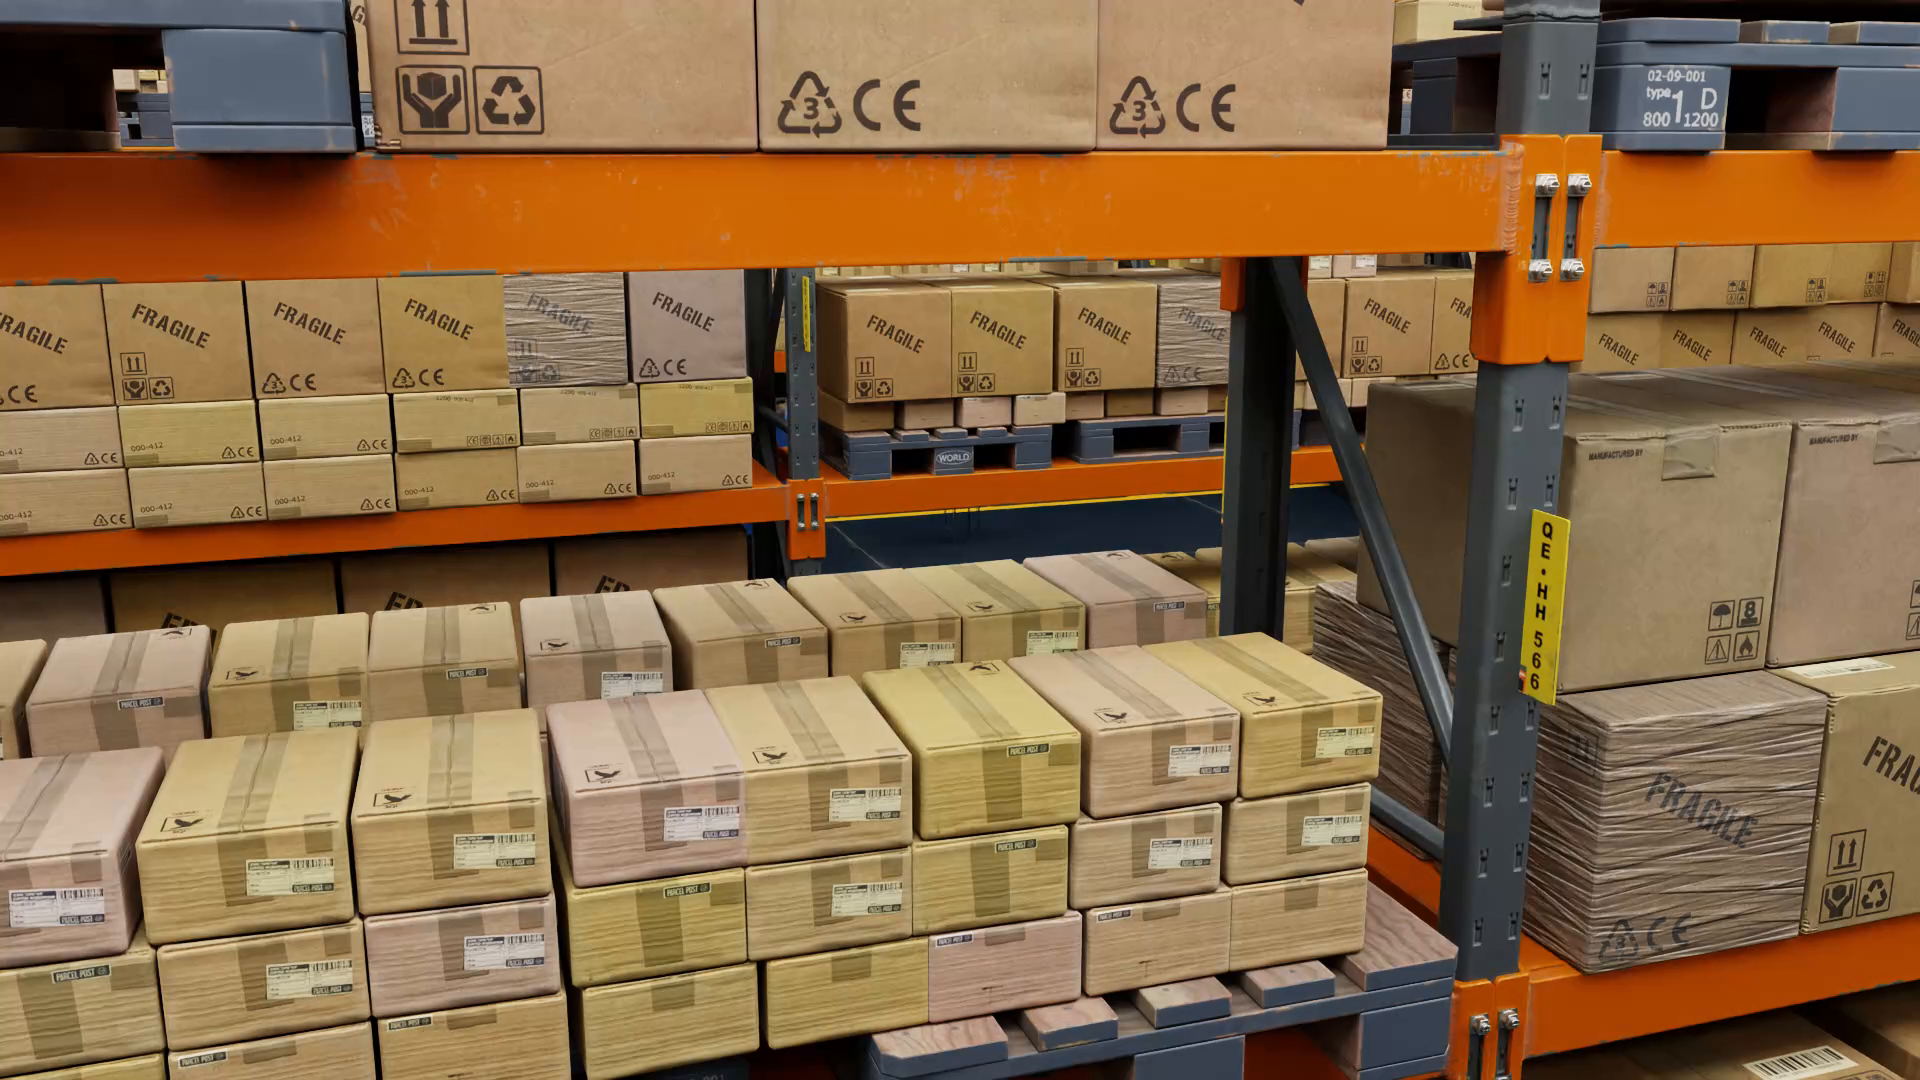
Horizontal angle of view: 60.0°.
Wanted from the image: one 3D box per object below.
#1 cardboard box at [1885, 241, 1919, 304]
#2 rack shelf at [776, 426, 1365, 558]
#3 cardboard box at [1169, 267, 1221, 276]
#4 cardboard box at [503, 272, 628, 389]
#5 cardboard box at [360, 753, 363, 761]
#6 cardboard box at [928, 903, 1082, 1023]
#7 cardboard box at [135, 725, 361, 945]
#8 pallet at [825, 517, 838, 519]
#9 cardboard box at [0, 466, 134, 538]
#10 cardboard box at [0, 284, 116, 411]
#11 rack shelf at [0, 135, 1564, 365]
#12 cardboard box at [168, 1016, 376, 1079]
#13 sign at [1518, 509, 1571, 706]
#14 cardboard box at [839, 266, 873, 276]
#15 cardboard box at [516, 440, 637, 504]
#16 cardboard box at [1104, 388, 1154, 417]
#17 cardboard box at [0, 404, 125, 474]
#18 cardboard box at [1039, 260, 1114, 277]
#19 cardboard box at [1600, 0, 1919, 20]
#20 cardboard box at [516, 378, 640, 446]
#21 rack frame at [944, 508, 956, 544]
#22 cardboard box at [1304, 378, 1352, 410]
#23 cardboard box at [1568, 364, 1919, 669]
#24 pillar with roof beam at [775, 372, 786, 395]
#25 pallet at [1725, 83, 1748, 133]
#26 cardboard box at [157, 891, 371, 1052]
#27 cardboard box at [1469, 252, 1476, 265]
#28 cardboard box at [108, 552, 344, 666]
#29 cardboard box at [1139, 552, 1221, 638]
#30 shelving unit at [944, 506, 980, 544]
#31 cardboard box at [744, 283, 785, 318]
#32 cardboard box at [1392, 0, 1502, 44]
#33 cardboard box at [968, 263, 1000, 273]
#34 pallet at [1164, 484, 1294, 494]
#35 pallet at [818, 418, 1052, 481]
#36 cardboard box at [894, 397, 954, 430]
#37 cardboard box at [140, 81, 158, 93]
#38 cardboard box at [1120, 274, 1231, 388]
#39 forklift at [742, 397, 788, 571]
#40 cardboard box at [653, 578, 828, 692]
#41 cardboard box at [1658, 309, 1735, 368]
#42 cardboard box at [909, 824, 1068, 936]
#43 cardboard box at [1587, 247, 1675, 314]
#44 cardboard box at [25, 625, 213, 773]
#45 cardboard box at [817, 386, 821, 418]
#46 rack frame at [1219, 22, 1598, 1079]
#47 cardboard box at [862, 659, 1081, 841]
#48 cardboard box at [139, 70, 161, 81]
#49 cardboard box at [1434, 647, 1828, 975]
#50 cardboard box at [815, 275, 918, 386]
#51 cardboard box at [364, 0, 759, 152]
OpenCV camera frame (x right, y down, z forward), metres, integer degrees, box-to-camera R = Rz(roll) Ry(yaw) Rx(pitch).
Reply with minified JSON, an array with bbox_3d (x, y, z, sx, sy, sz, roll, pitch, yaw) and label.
[{"bbox_3d":[5.375,-1.645,9.558,0.500,0.500,0.700,-5,14,-19],"label":"cardboard box"},{"bbox_3d":[1.036,-0.354,8.704,4.000,0.370,1.077,-4,14,-18],"label":"rack shelf"},{"bbox_3d":[1.448,-1.207,8.969,0.500,0.500,0.500,-5,14,-18],"label":"cardboard box"},{"bbox_3d":[-1.750,-0.956,7.305,0.500,0.500,0.500,-4,14,-17],"label":"cardboard box"},{"bbox_3d":[-1.182,0.403,2.960,0.250,0.149,0.380,-4,14,-16],"label":"cardboard box"},{"bbox_3d":[0.014,0.614,2.715,0.250,0.149,0.380,-4,14,-17],"label":"cardboard box"},{"bbox_3d":[-0.977,0.401,2.325,0.250,0.149,0.380,-4,14,-16],"label":"cardboard box"},{"bbox_3d":[-1.654,-0.340,13.118,1.213,0.211,1.003,-4,14,-18],"label":"pallet"},{"bbox_3d":[-3.660,-0.201,6.832,0.500,0.250,0.500,-5,14,-19],"label":"cardboard box"},{"bbox_3d":[-3.669,-0.809,6.687,0.500,0.500,0.500,-5,14,-18],"label":"cardboard box"},{"bbox_3d":[-1.081,-0.440,2.583,4.000,0.370,1.077,-4,14,-18],"label":"rack shelf"},{"bbox_3d":[-0.981,0.691,2.390,0.250,0.149,0.380,-5,14,-21],"label":"cardboard box"},{"bbox_3d":[0.997,0.115,2.845,0.005,0.325,0.100,-4,14,-18],"label":"sign"},{"bbox_3d":[-0.831,-2.066,12.727,0.250,0.149,0.380,-4,14,-17],"label":"cardboard box"},{"bbox_3d":[-1.736,-0.348,7.448,0.500,0.250,0.500,-4,14,-17],"label":"cardboard box"},{"bbox_3d":[0.786,-0.725,8.346,0.250,0.149,0.380,-4,14,-16],"label":"cardboard box"},{"bbox_3d":[-3.659,-0.447,6.783,0.500,0.250,0.500,-4,14,-17],"label":"cardboard box"},{"bbox_3d":[0.601,-1.452,8.598,0.250,0.149,0.380,-5,14,-21],"label":"cardboard box"},{"bbox_3d":[1.571,-1.152,3.092,0.500,0.311,0.500,-4,14,-18],"label":"cardboard box"},{"bbox_3d":[-1.723,-0.597,7.413,0.500,0.250,0.500,-5,14,-20],"label":"cardboard box"},{"bbox_3d":[-0.073,-0.578,11.980,0.006,1.200,0.240,-4,14,-18],"label":"rack frame"},{"bbox_3d":[1.803,-0.773,8.547,0.250,0.149,0.380,-4,14,-18],"label":"cardboard box"},{"bbox_3d":[1.722,-0.082,3.628,0.500,0.500,0.700,-5,14,-19],"label":"cardboard box"},{"bbox_3d":[-0.125,-3.913,9.148,0.400,9.000,9.100,-4,14,-18],"label":"pillar with roof beam"},{"bbox_3d":[2.467,-0.988,3.741,1.213,0.211,1.003,-4,14,-15],"label":"pallet"},{"bbox_3d":[-0.975,0.546,2.358,0.250,0.149,0.380,-5,14,-19],"label":"cardboard box"},{"bbox_3d":[4.398,-2.481,14.475,0.250,0.149,0.380,-4,14,-17],"label":"cardboard box"},{"bbox_3d":[-3.235,0.436,7.510,0.875,0.875,0.875,-4,14,-16],"label":"cardboard box"},{"bbox_3d":[1.096,0.367,8.888,0.625,0.372,0.950,-4,14,-16],"label":"cardboard box"},{"bbox_3d":[0.014,-0.585,12.008,0.189,1.200,0.258,-4,14,-18],"label":"shelving unit"},{"bbox_3d":[-1.473,-1.831,12.602,0.500,0.250,0.500,-4,14,-16],"label":"cardboard box"},{"bbox_3d":[2.422,-2.615,8.508,0.500,0.250,0.500,-4,14,-17],"label":"cardboard box"},{"bbox_3d":[0.129,-2.147,13.068,0.250,0.149,0.380,-5,14,-19],"label":"cardboard box"},{"bbox_3d":[2.112,-0.633,14.348,1.213,0.211,1.003,-4,14,-18],"label":"pallet"},{"bbox_3d":[-0.219,-0.539,8.342,1.003,0.211,1.213,-4,14,-18],"label":"pallet"},{"bbox_3d":[-0.214,-0.635,7.967,0.250,0.149,0.380,-5,14,-22],"label":"cardboard box"},{"bbox_3d":[-5.363,-2.926,10.900,0.250,0.149,0.380,-4,14,-18],"label":"cardboard box"},{"bbox_3d":[1.110,-1.052,8.319,0.500,0.500,0.500,-5,14,-20],"label":"cardboard box"},{"bbox_3d":[-2.603,-1.262,11.113,3.031,2.935,1.130,-1,13,-4],"label":"forklift"},{"bbox_3d":[-0.424,0.199,3.175,0.250,0.149,0.380,-5,14,-20],"label":"cardboard box"},{"bbox_3d":[3.905,-1.059,9.252,0.500,0.500,0.500,-5,14,-18],"label":"cardboard box"},{"bbox_3d":[-0.010,0.471,2.672,0.250,0.149,0.380,-4,14,-17],"label":"cardboard box"},{"bbox_3d":[3.417,-1.516,9.016,0.500,0.500,0.700,-5,14,-19],"label":"cardboard box"},{"bbox_3d":[-1.423,0.277,2.846,0.250,0.149,0.380,-5,14,-21],"label":"cardboard box"},{"bbox_3d":[-0.624,-0.714,8.299,0.250,0.149,0.380,-4,14,-16],"label":"cardboard box"},{"bbox_3d":[0.814,0.522,3.467,0.127,3.000,1.000,-4,14,-18],"label":"rack frame"},{"bbox_3d":[0.009,0.324,2.647,0.250,0.149,0.380,-4,14,-16],"label":"cardboard box"},{"bbox_3d":[-5.331,-3.055,10.798,0.250,0.149,0.380,-5,14,-19],"label":"cardboard box"},{"bbox_3d":[1.326,0.499,3.346,0.500,0.500,0.500,-4,14,-17],"label":"cardboard box"},{"bbox_3d":[-0.518,-1.049,8.303,0.500,0.500,0.500,-5,14,-20],"label":"cardboard box"},{"bbox_3d":[-0.591,-0.813,2.379,0.500,0.500,0.500,-4,14,-18],"label":"cardboard box"}]
